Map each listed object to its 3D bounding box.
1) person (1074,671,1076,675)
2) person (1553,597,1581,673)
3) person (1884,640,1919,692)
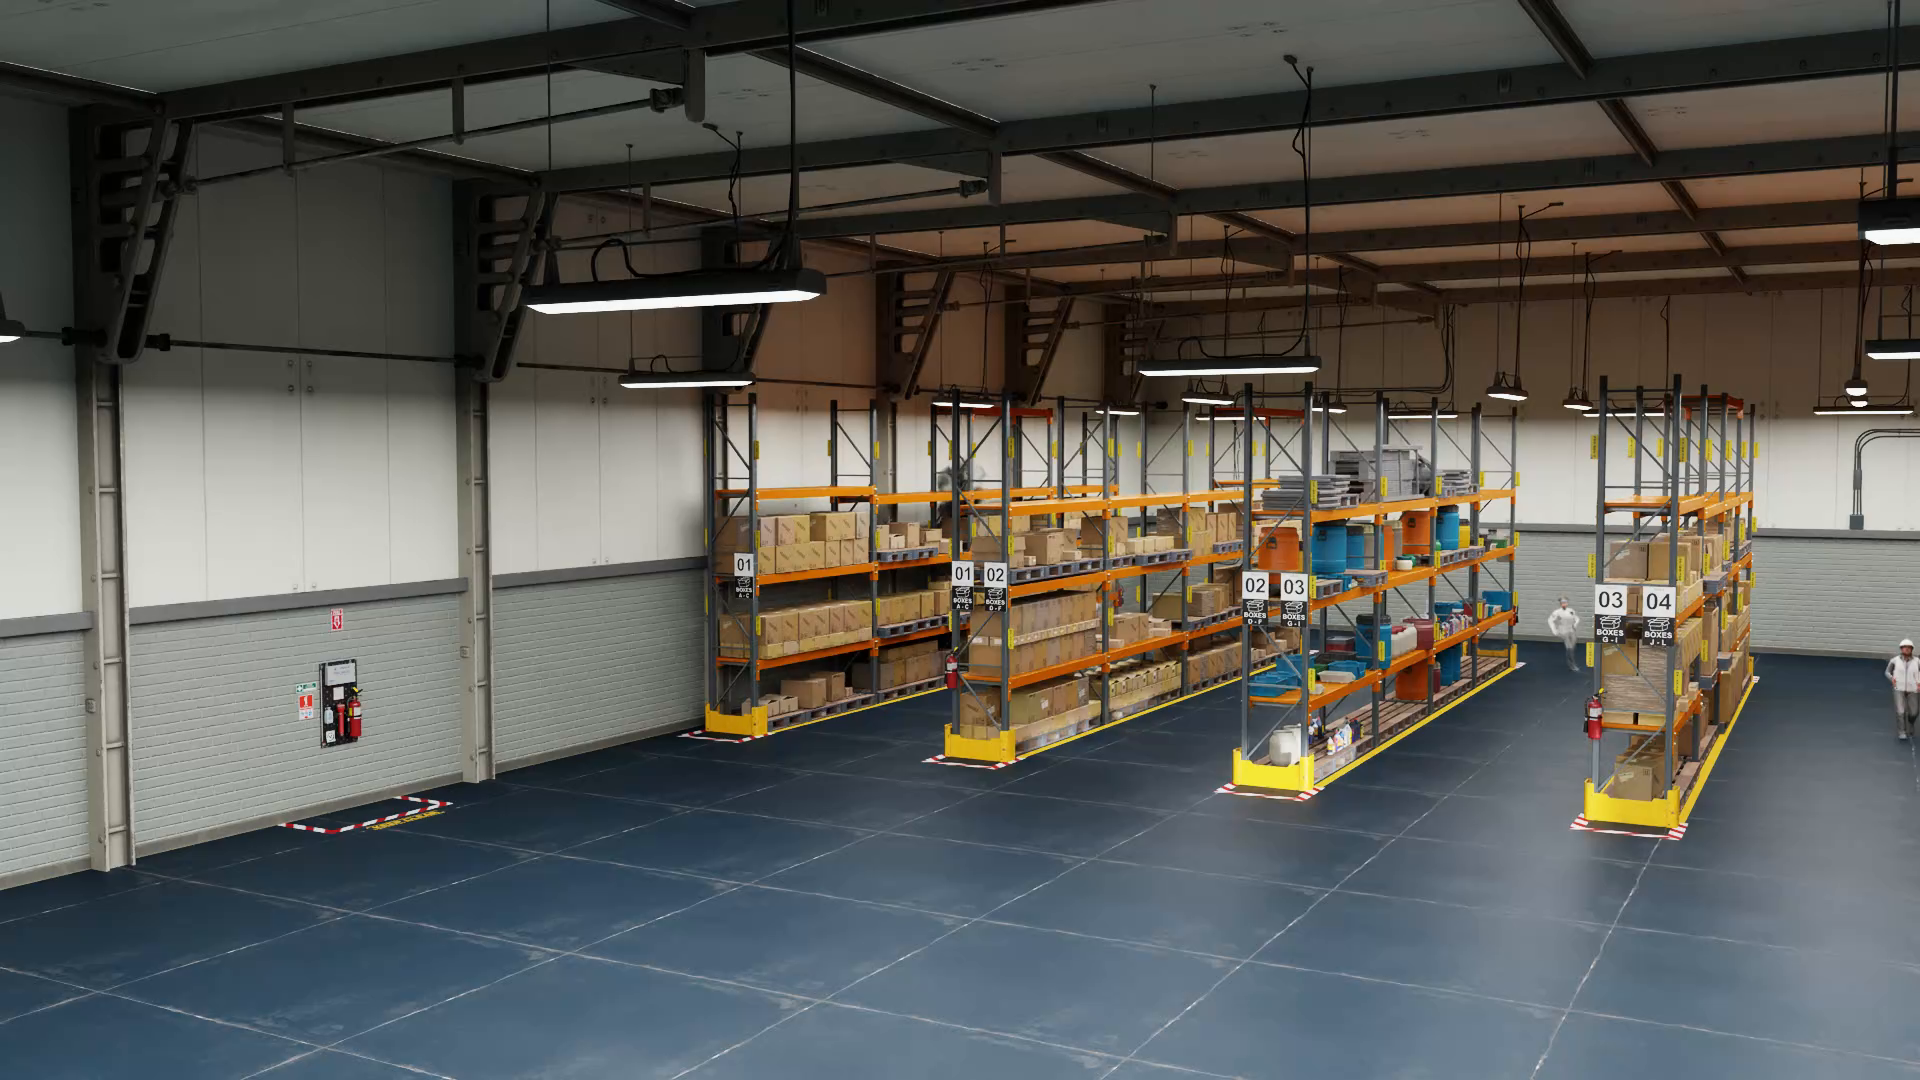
[{"bbox_3d":[2.360,2.223,34.839,0.569,1.544,0.681,2,3,27],"label":"person"},{"bbox_3d":[13.766,2.128,37.724,0.598,1.690,0.789,0,3,-1],"label":"person"},{"bbox_3d":[16.327,2.160,28.679,0.655,0.866,0.503,2,3,27],"label":"person"}]
